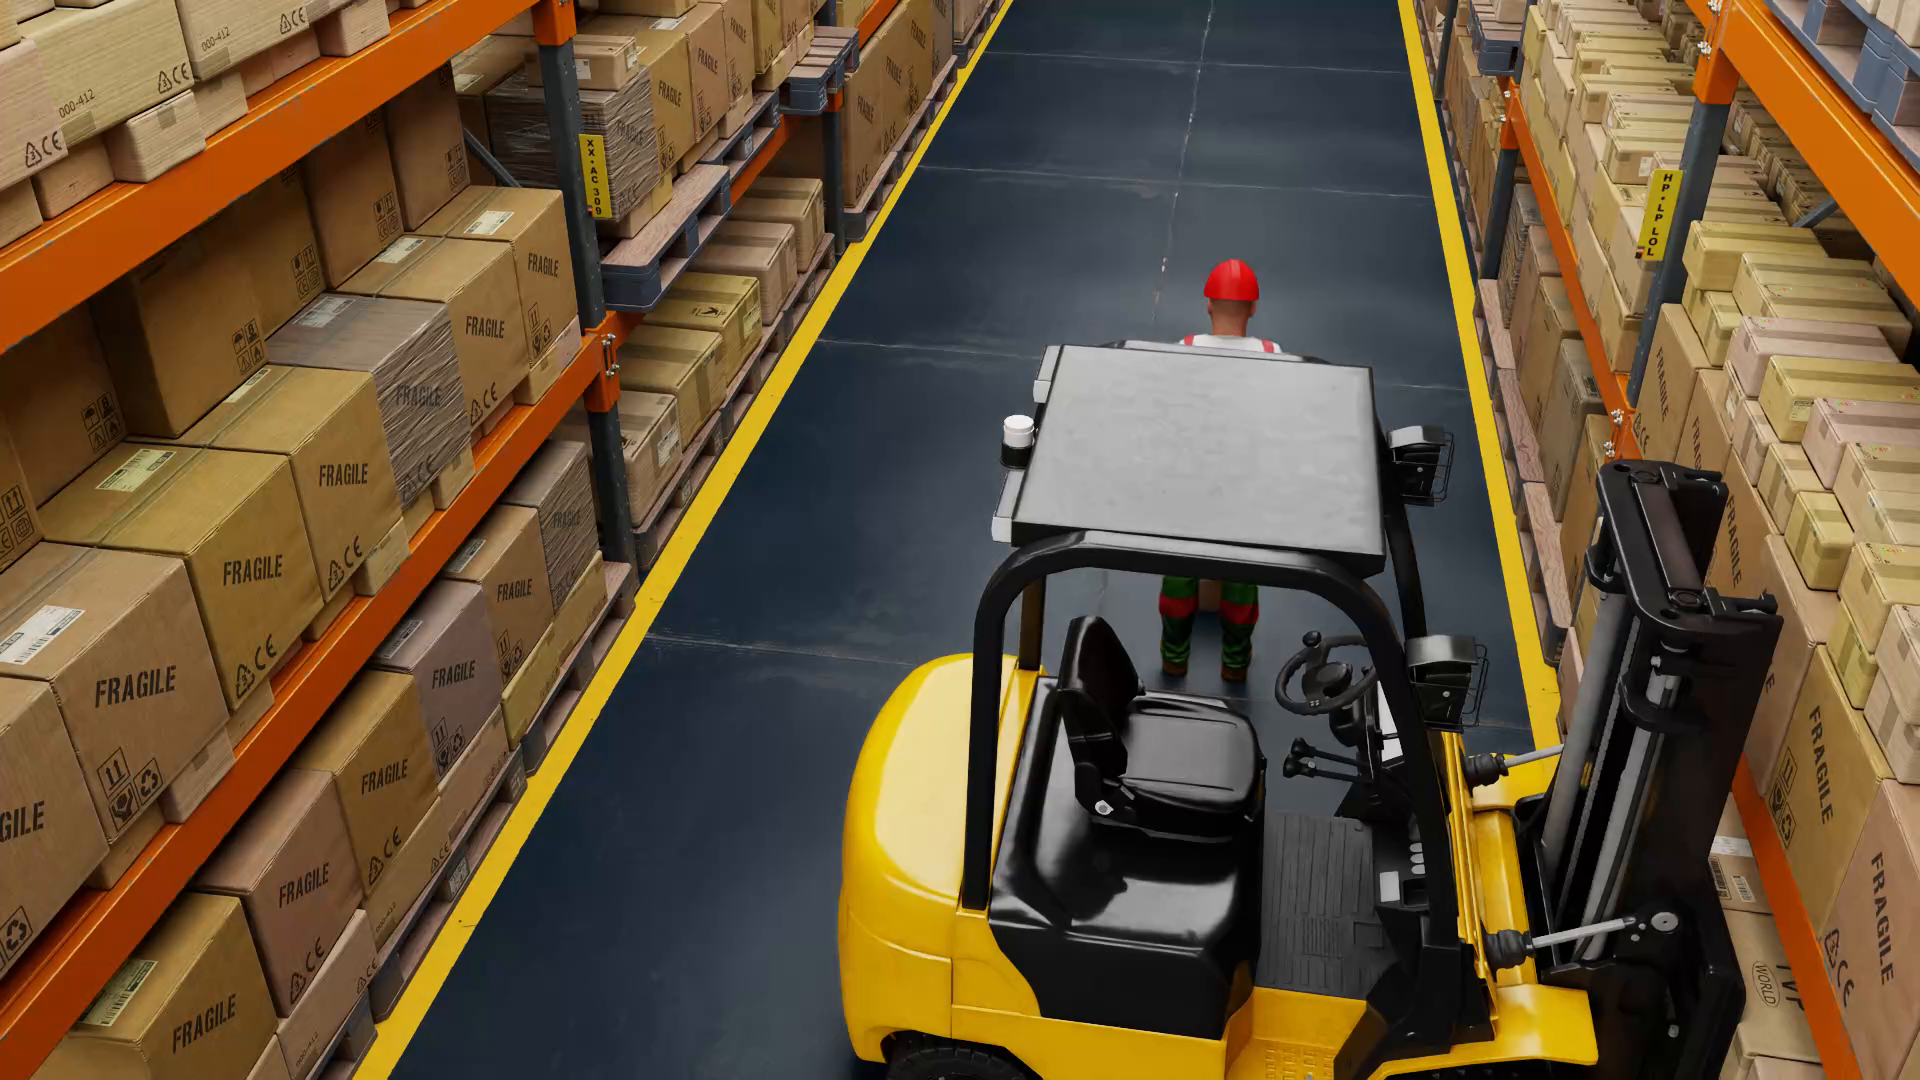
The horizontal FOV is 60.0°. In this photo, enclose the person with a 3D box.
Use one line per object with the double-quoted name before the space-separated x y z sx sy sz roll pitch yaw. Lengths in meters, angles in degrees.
"person" 1.002 -0.250 6.529 0.531 1.770 0.377 6 33 9
